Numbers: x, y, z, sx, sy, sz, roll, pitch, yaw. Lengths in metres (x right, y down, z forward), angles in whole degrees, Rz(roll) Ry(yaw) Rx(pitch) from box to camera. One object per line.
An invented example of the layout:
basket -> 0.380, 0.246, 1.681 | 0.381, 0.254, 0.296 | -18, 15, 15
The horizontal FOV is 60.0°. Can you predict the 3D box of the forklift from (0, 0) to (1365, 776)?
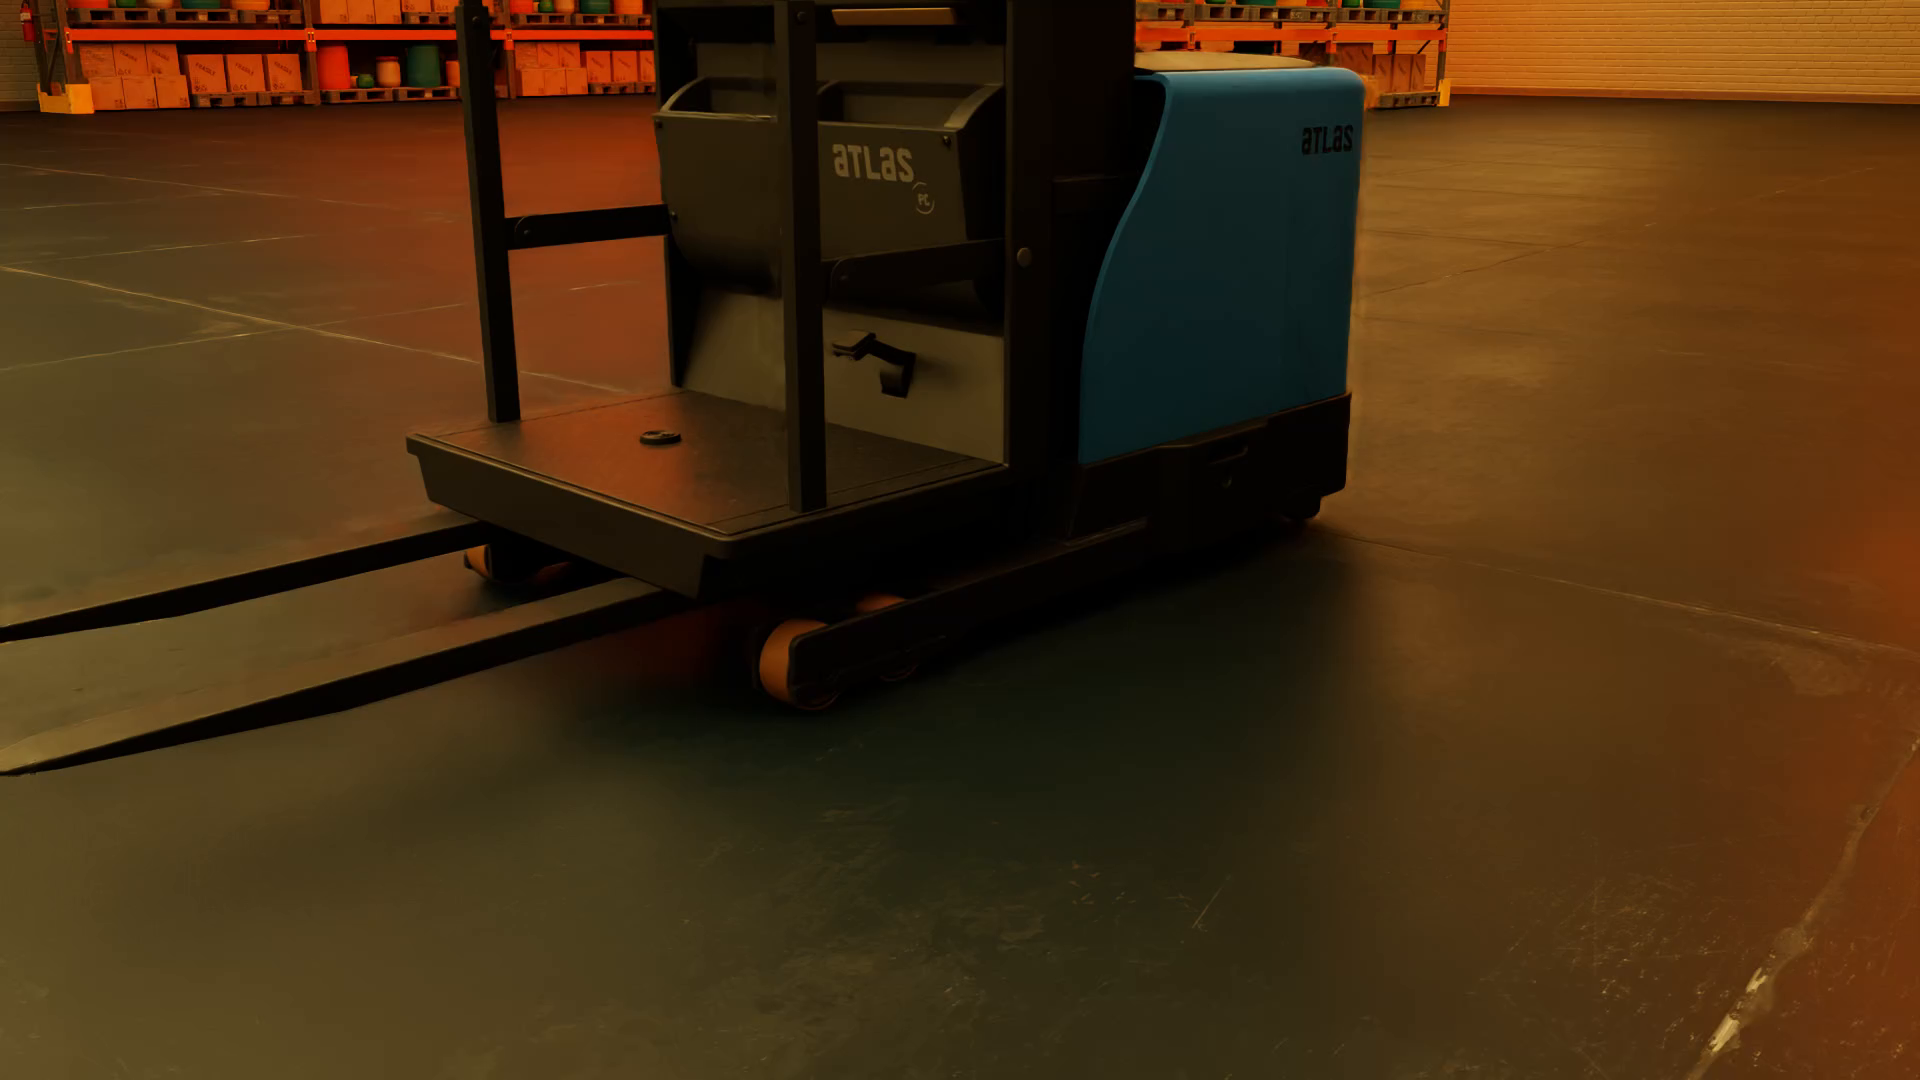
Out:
forklift -> -0.431, -1.267, 3.069 | 1.130, 2.935, 3.031 | 16, 23, 42
